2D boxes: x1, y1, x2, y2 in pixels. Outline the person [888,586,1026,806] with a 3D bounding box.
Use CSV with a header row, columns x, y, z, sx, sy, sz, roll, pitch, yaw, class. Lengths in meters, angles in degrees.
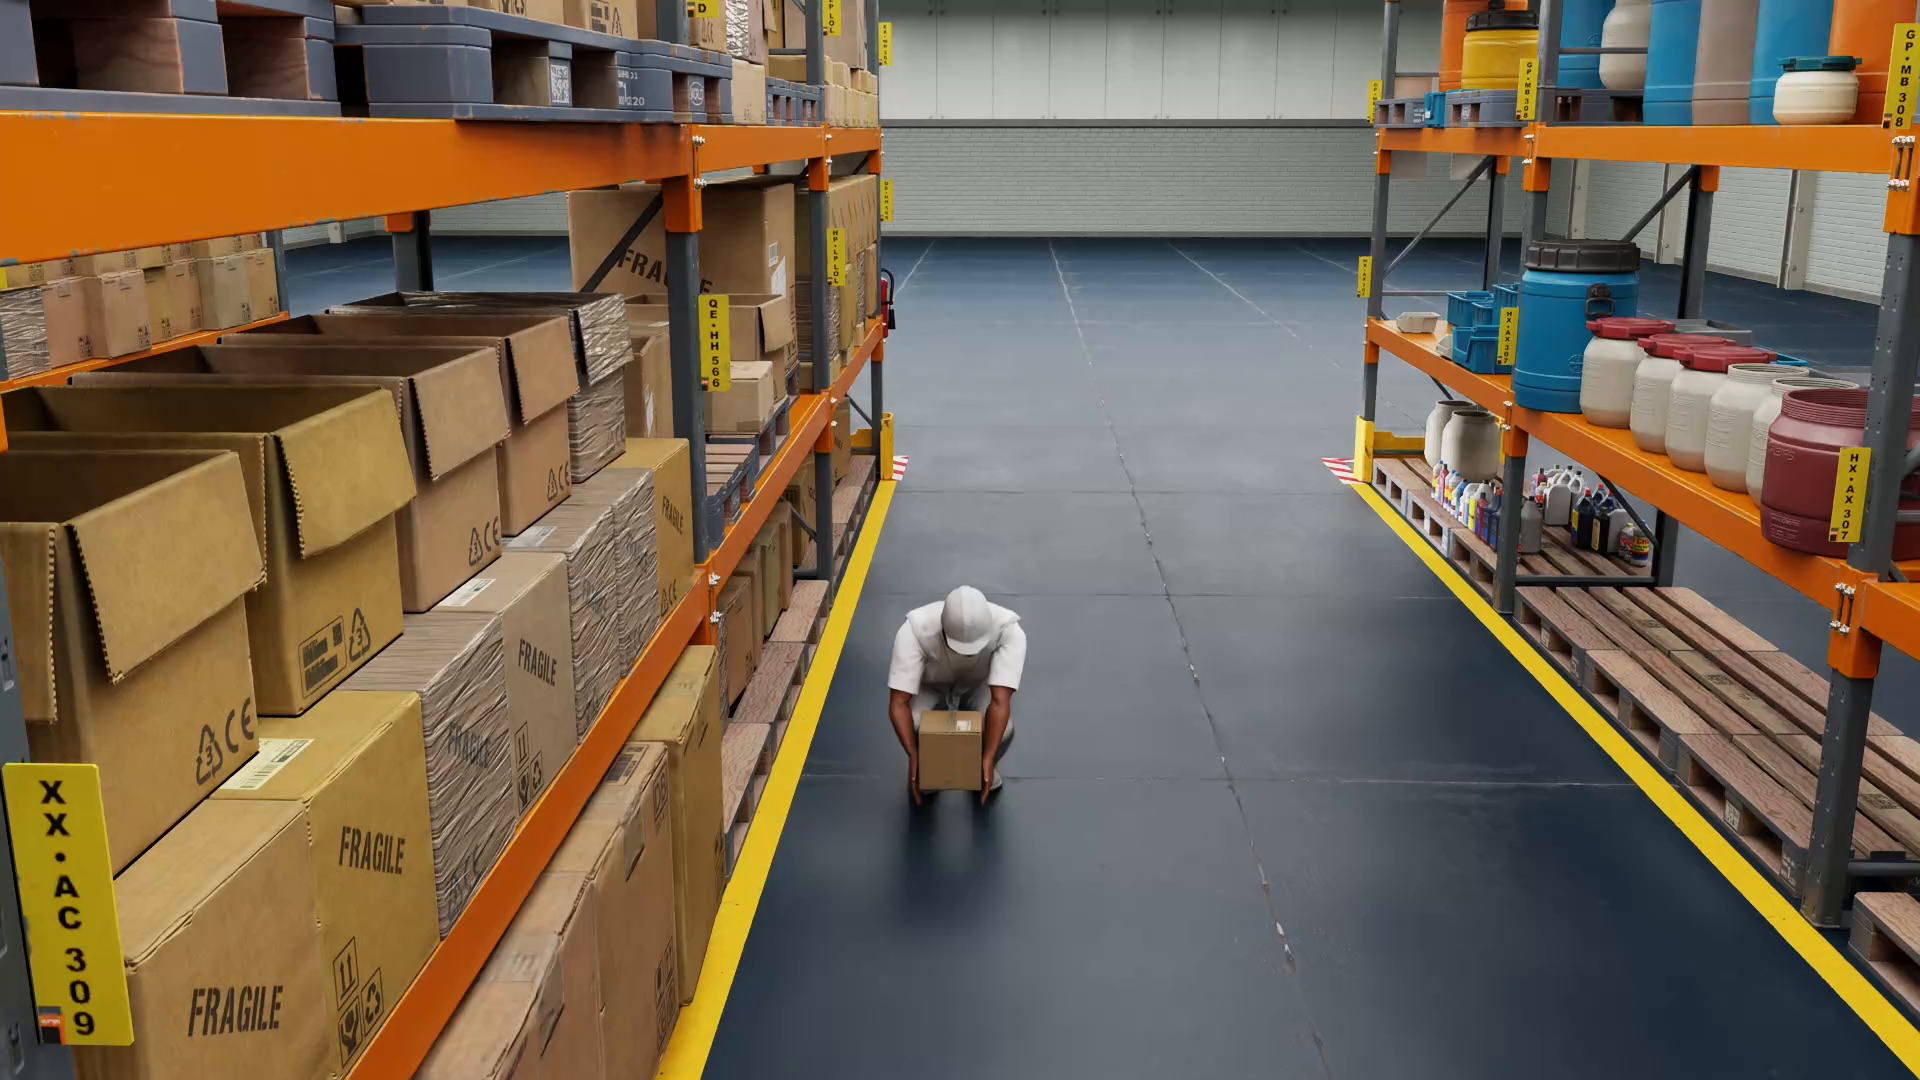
x,y,z,sx,sy,sz,roll,pitch,yaw,class
-0.011,0.615,7.067,0.578,1.003,0.881,0,14,1,person
